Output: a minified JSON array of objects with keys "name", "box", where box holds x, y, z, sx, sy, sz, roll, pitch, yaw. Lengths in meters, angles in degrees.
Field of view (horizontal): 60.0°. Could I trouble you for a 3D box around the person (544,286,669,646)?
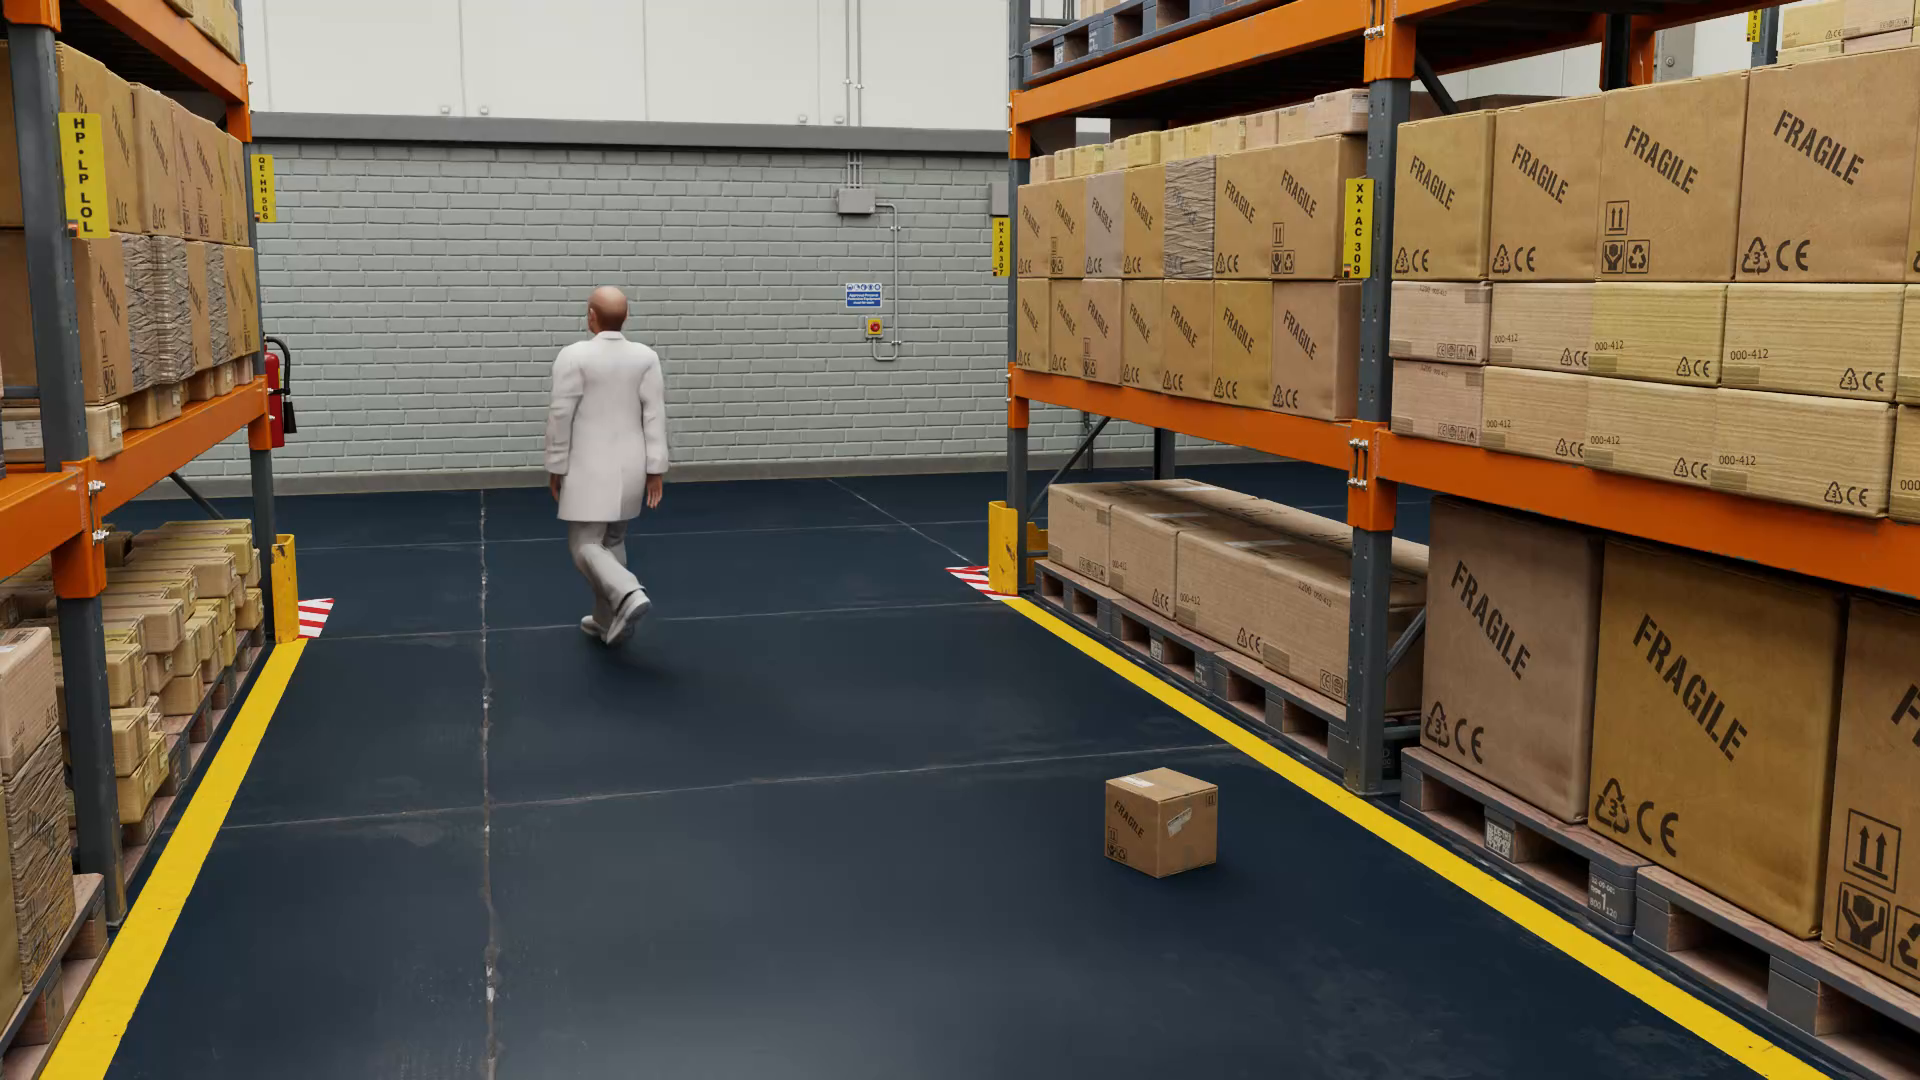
[{"name":"person","box":[-1.687,-0.336,7.970,0.582,1.743,0.905,-7,12,-38]}]
